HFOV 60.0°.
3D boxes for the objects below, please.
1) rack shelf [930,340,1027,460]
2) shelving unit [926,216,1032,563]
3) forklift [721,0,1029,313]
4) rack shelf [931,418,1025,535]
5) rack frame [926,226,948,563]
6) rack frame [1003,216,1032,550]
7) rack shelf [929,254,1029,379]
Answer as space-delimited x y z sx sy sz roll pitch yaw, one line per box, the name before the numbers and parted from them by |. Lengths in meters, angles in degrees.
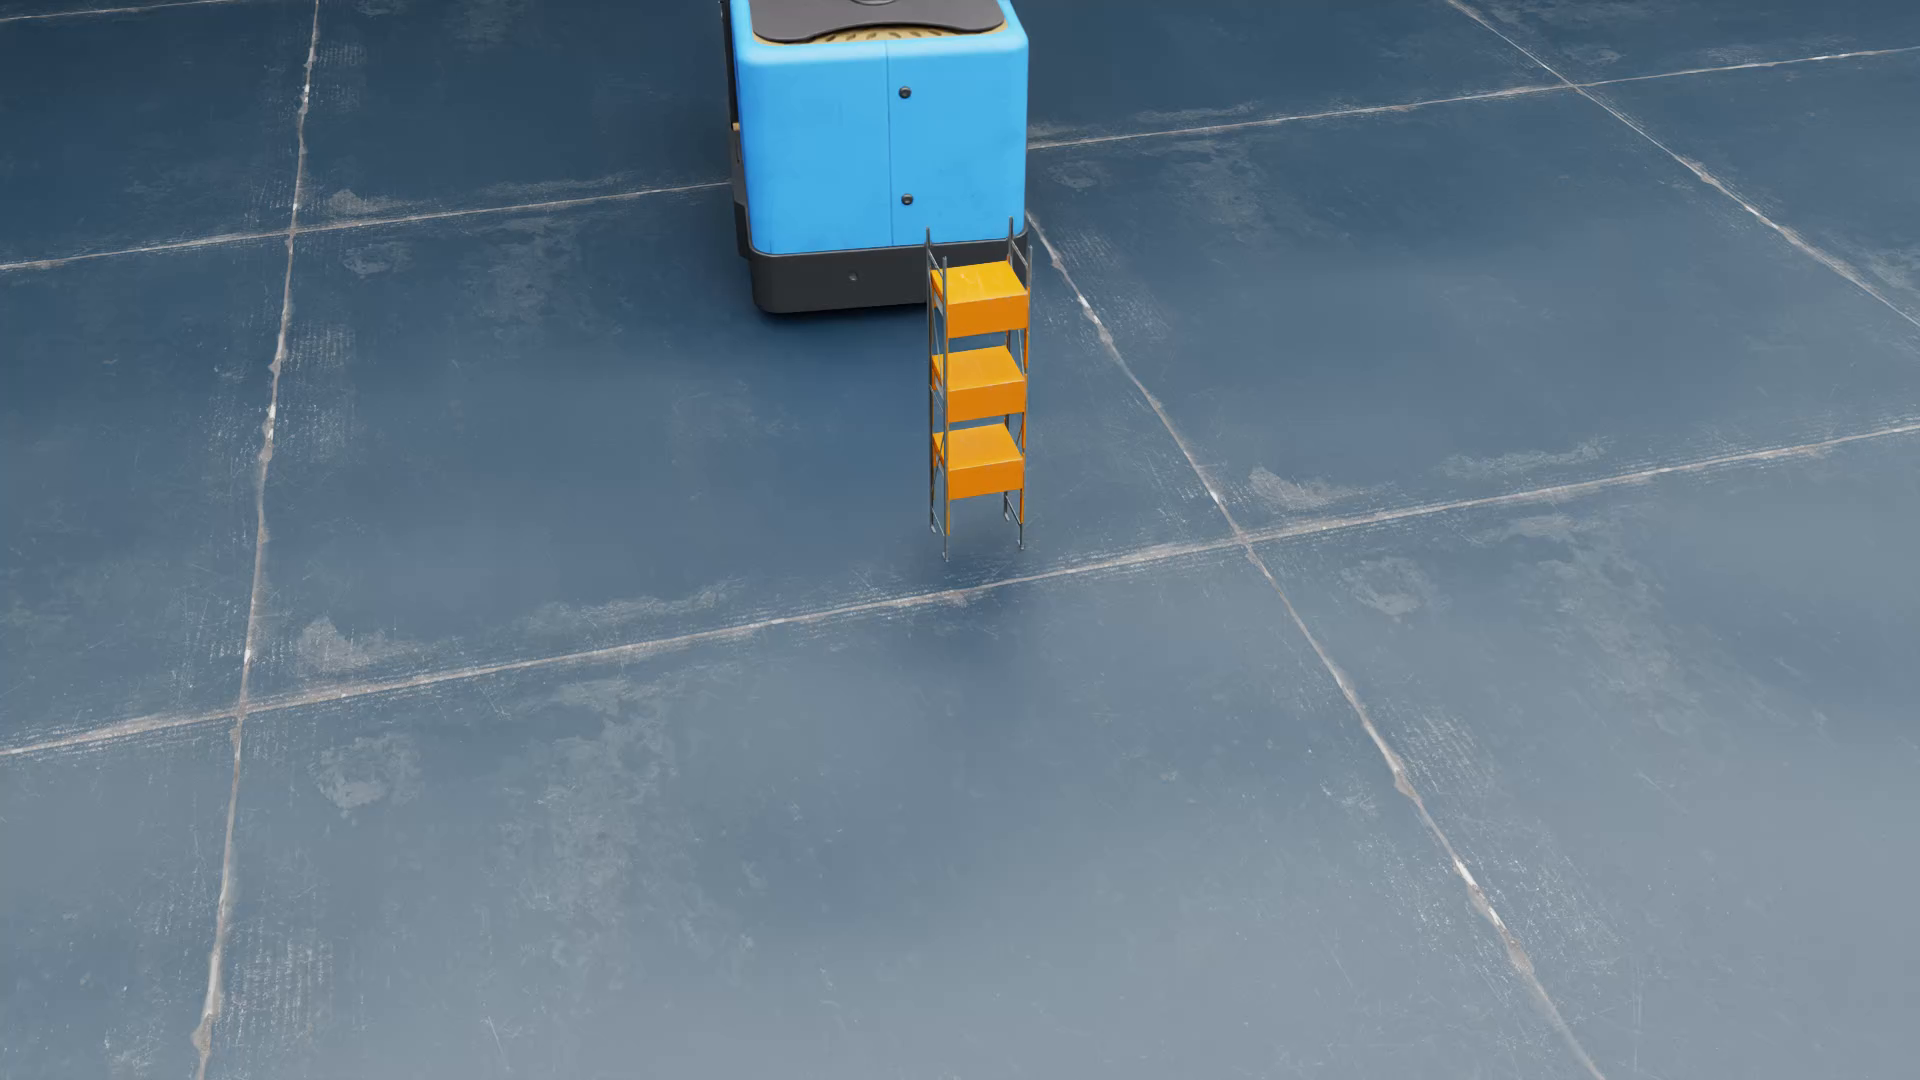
rack shelf | 0.052 -0.417 4.949 0.240 0.259 0.215 -9 38 -12
shelving unit | 0.052 -0.425 4.942 0.252 1.050 0.215 -9 38 -12
forklift | -0.476 -2.906 6.636 1.130 2.935 3.031 -5 38 -7
rack shelf | 0.052 -0.196 5.117 0.240 0.259 0.215 -9 38 -12
rack frame | -0.066 -0.406 4.917 0.008 1.050 0.200 -9 38 -12
rack frame | 0.169 -0.445 4.967 0.008 1.050 0.200 -9 38 -12
rack shelf | 0.052 -0.642 4.776 0.240 0.259 0.215 -9 38 -12
